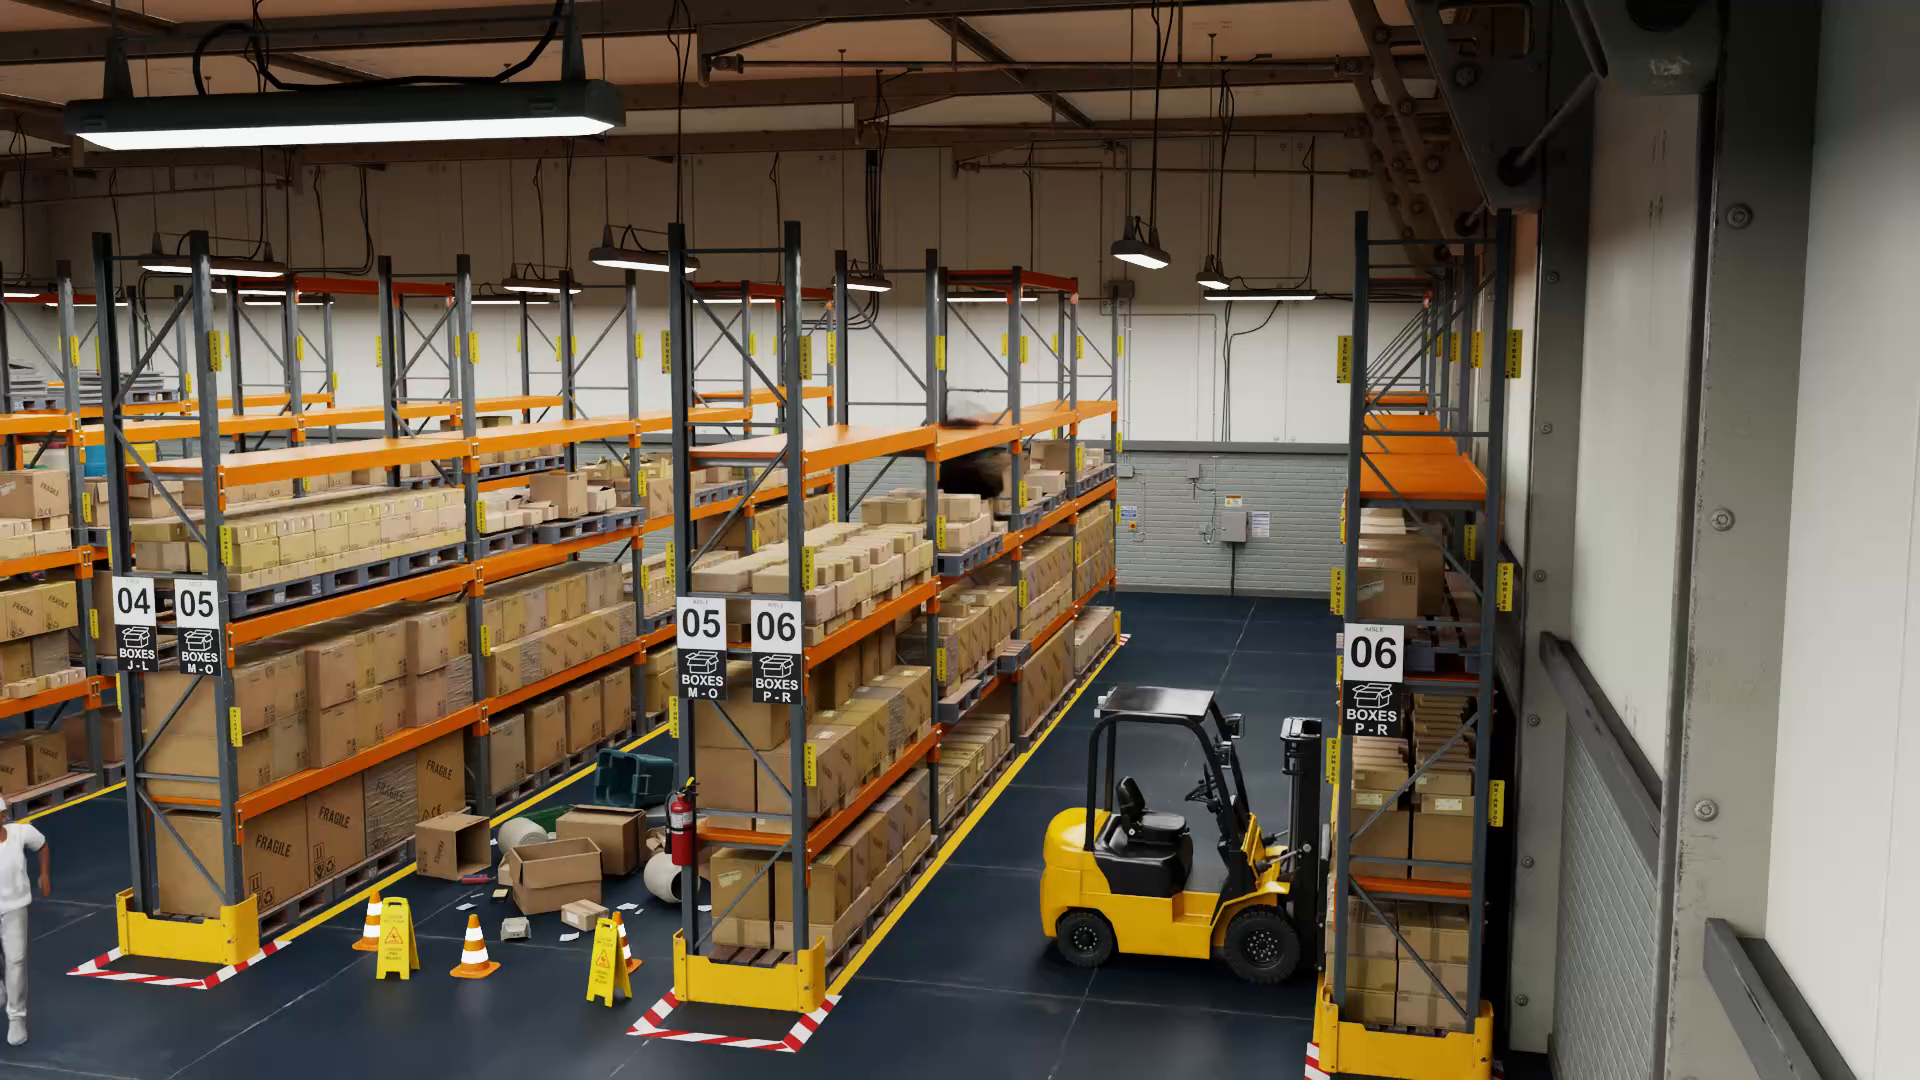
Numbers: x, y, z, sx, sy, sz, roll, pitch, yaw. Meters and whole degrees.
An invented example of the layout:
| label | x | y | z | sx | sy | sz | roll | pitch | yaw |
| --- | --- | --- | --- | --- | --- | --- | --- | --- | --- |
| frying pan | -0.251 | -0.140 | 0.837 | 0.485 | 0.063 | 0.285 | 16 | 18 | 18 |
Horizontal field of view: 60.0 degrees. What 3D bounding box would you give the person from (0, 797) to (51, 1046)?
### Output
| label | x | y | z | sx | sy | sz | roll | pitch | yaw |
| --- | --- | --- | --- | --- | --- | --- | --- | --- | --- |
| person | -7.170 | 2.760 | 12.397 | 0.716 | 1.786 | 0.937 | -4 | 8 | -28 |
